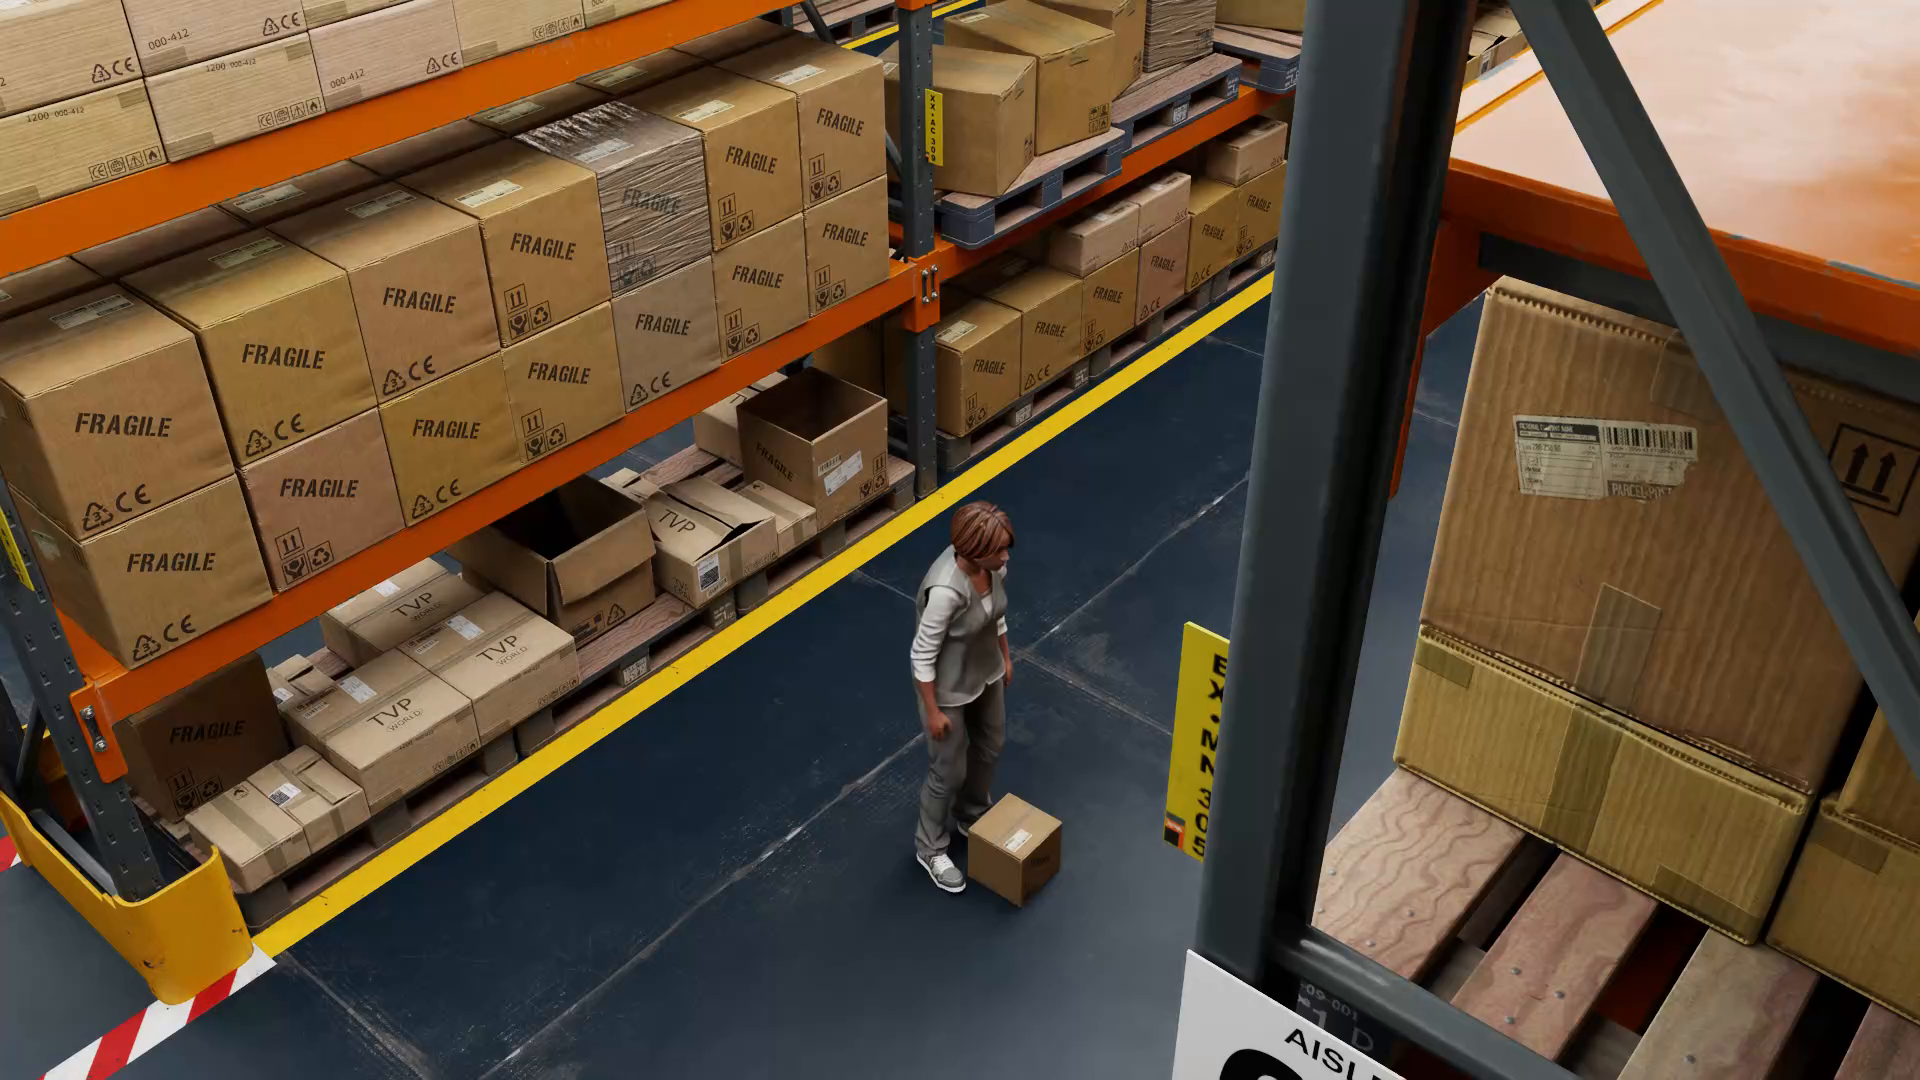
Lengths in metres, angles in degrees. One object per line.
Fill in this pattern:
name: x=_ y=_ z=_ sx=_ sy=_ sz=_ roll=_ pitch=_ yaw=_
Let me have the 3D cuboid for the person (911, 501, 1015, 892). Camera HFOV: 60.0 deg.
person: x=0.023 y=0.524 z=5.920 sx=0.367 sy=1.593 sz=0.473 roll=25 pitch=42 yaw=31
